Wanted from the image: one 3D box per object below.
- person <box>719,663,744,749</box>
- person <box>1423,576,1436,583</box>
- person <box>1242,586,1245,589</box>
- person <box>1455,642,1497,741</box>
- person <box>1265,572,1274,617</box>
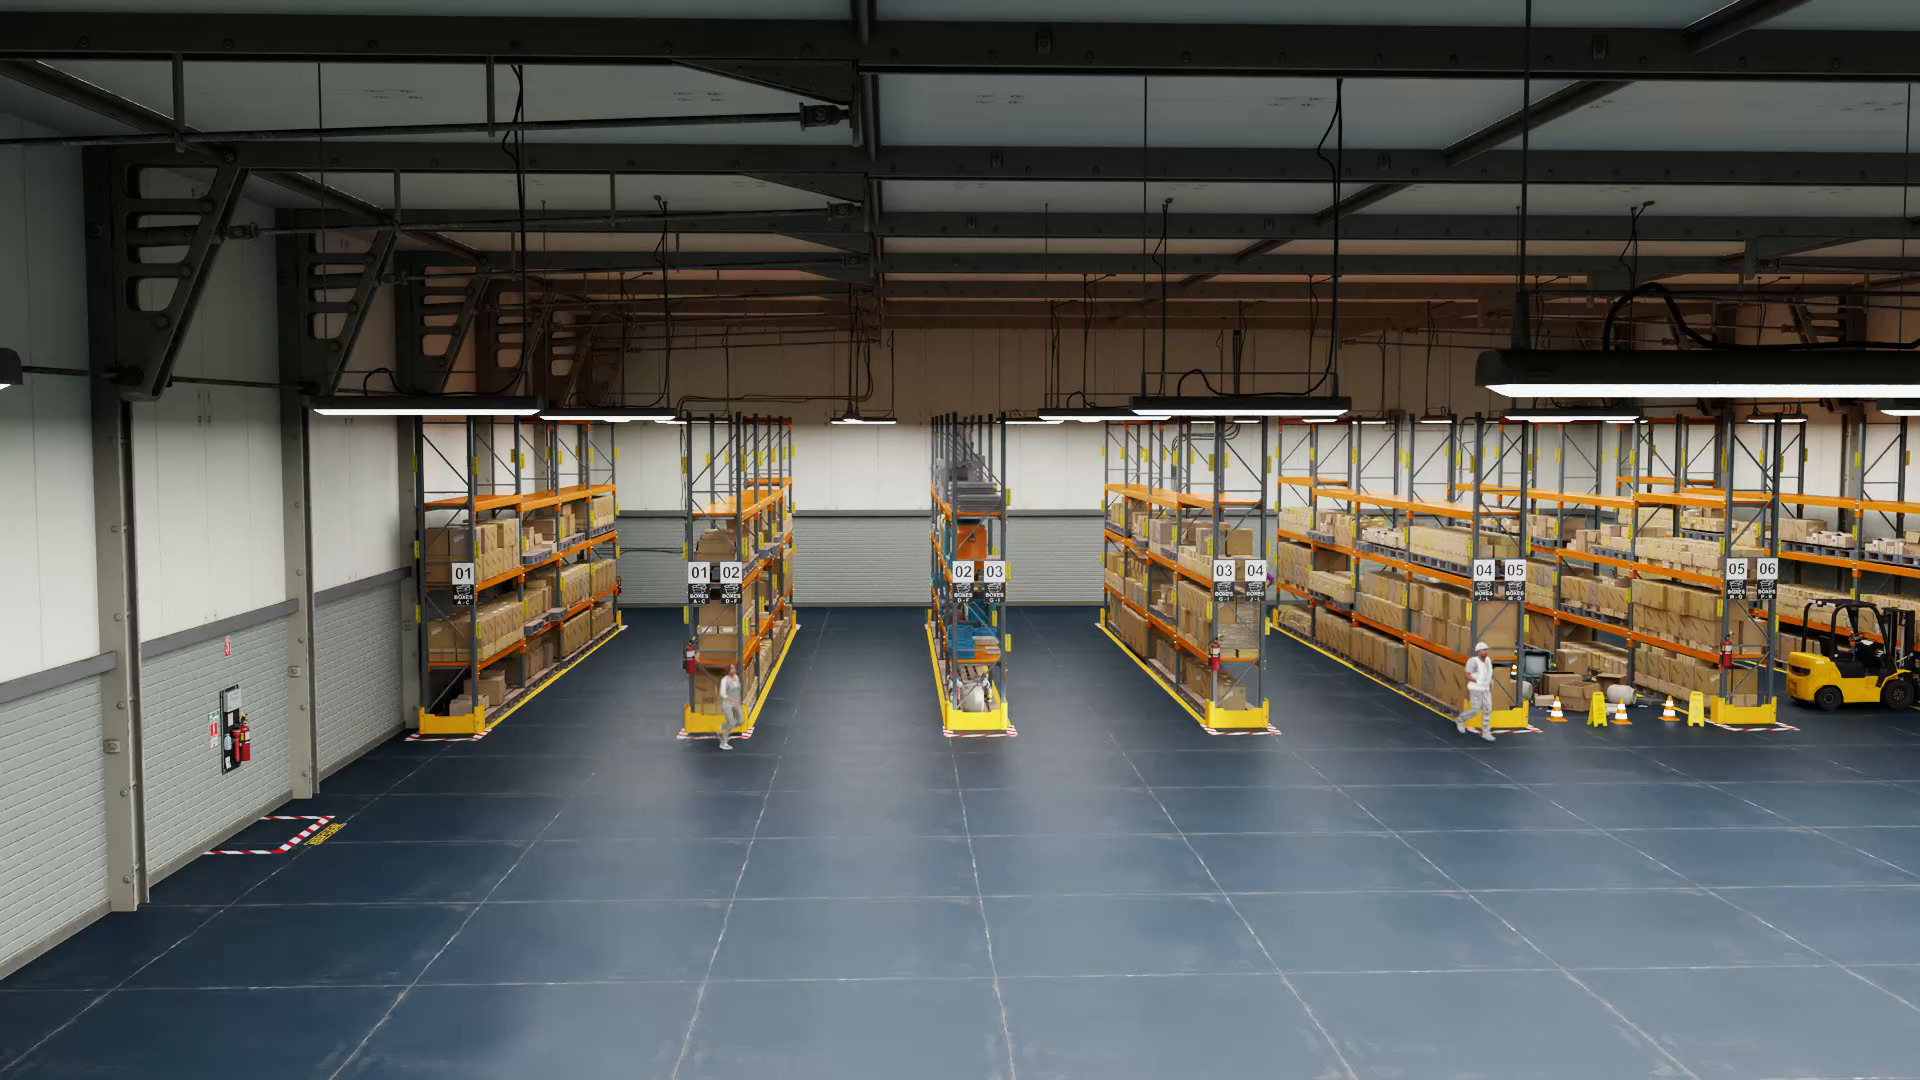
[{"bbox_3d":[-4.048,2.942,29.516,0.600,1.552,0.567,3,5,35],"label":"person"},{"bbox_3d":[13.834,1.548,49.316,0.561,1.647,0.633,1,4,7],"label":"person"},{"bbox_3d":[7.894,1.827,44.872,0.673,1.694,0.552,0,4,1],"label":"person"},{"bbox_3d":[9.516,2.757,30.571,0.720,1.791,0.859,-3,5,-38],"label":"person"},{"bbox_3d":[8.787,1.540,48.618,0.763,1.821,0.700,-2,4,-26],"label":"person"}]
